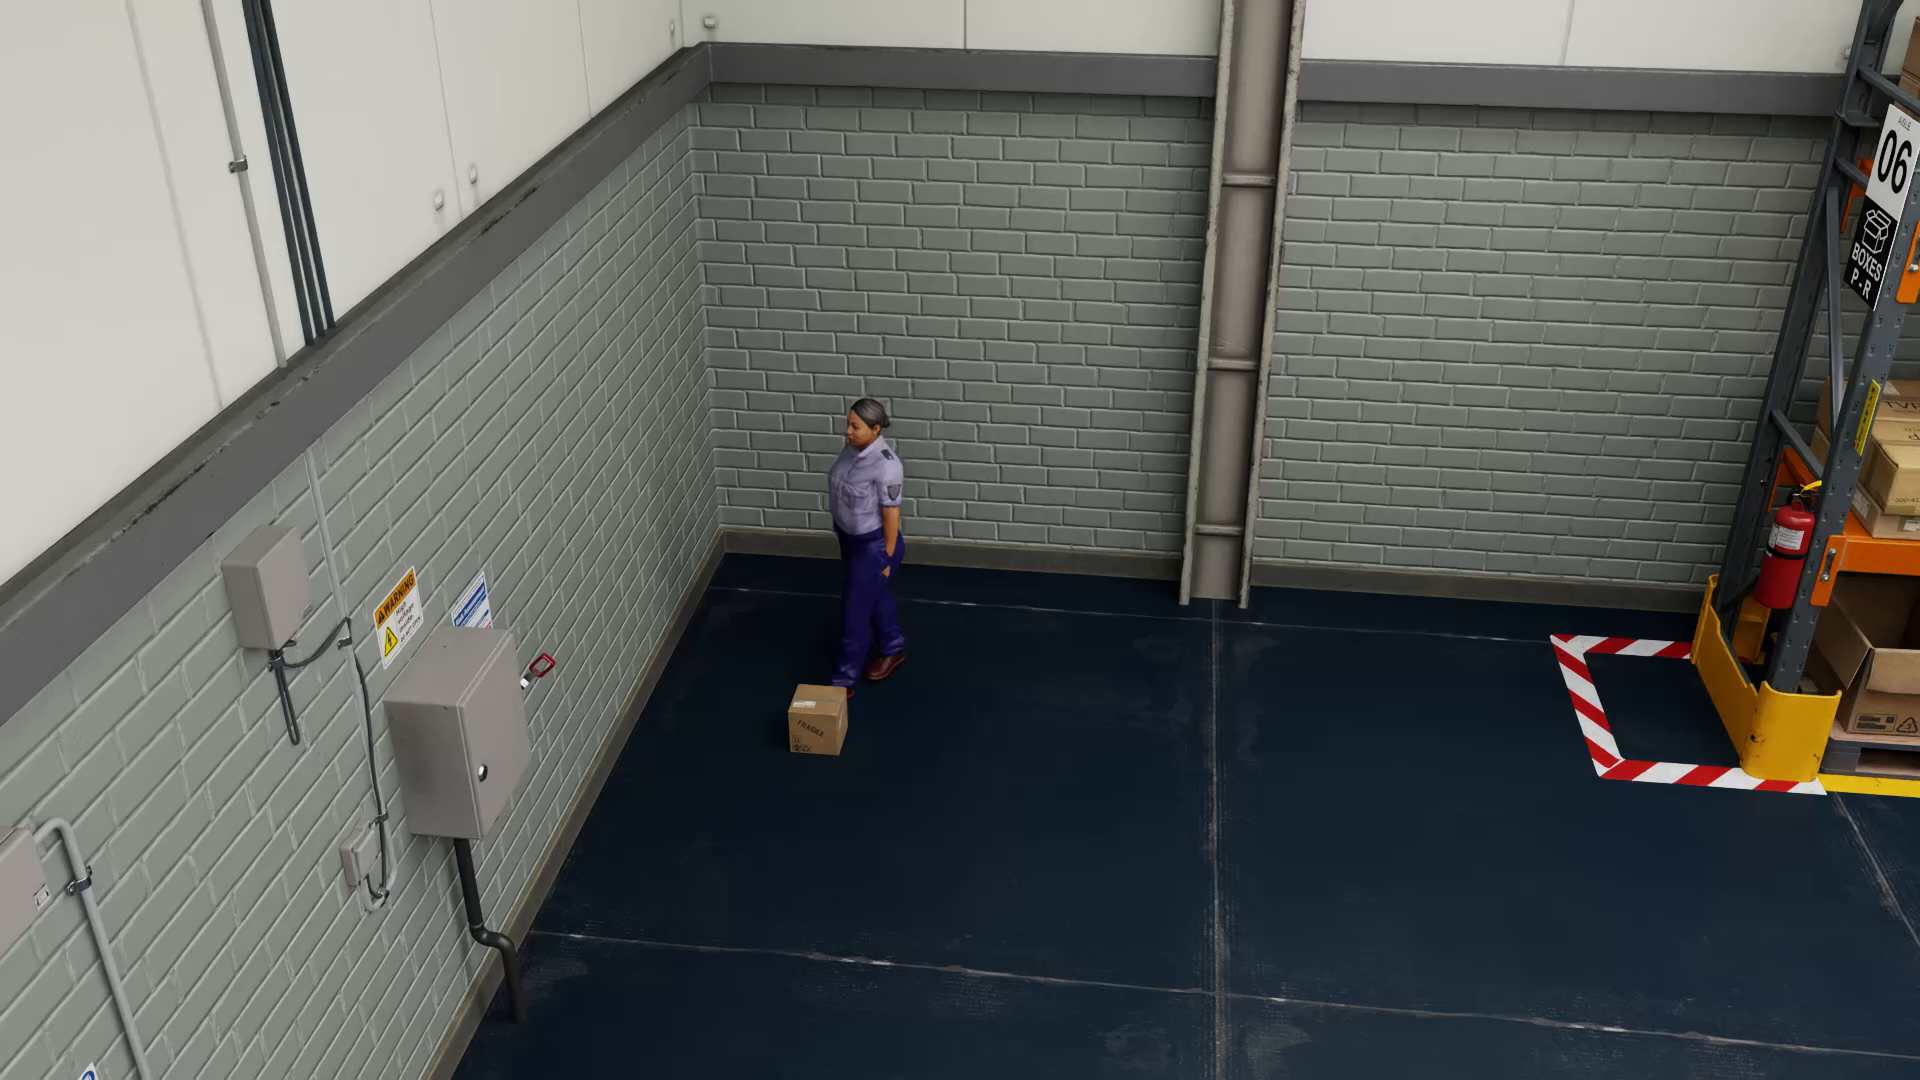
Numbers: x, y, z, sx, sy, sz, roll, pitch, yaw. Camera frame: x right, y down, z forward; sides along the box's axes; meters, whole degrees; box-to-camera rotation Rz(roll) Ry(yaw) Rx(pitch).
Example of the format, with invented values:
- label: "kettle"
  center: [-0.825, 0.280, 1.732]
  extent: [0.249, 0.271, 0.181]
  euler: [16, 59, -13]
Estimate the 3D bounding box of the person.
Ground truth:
- label: "person"
  center: [-0.566, 0.046, 8.545]
  extent: [0.683, 1.634, 0.453]
  euler: [-14, 32, -25]
